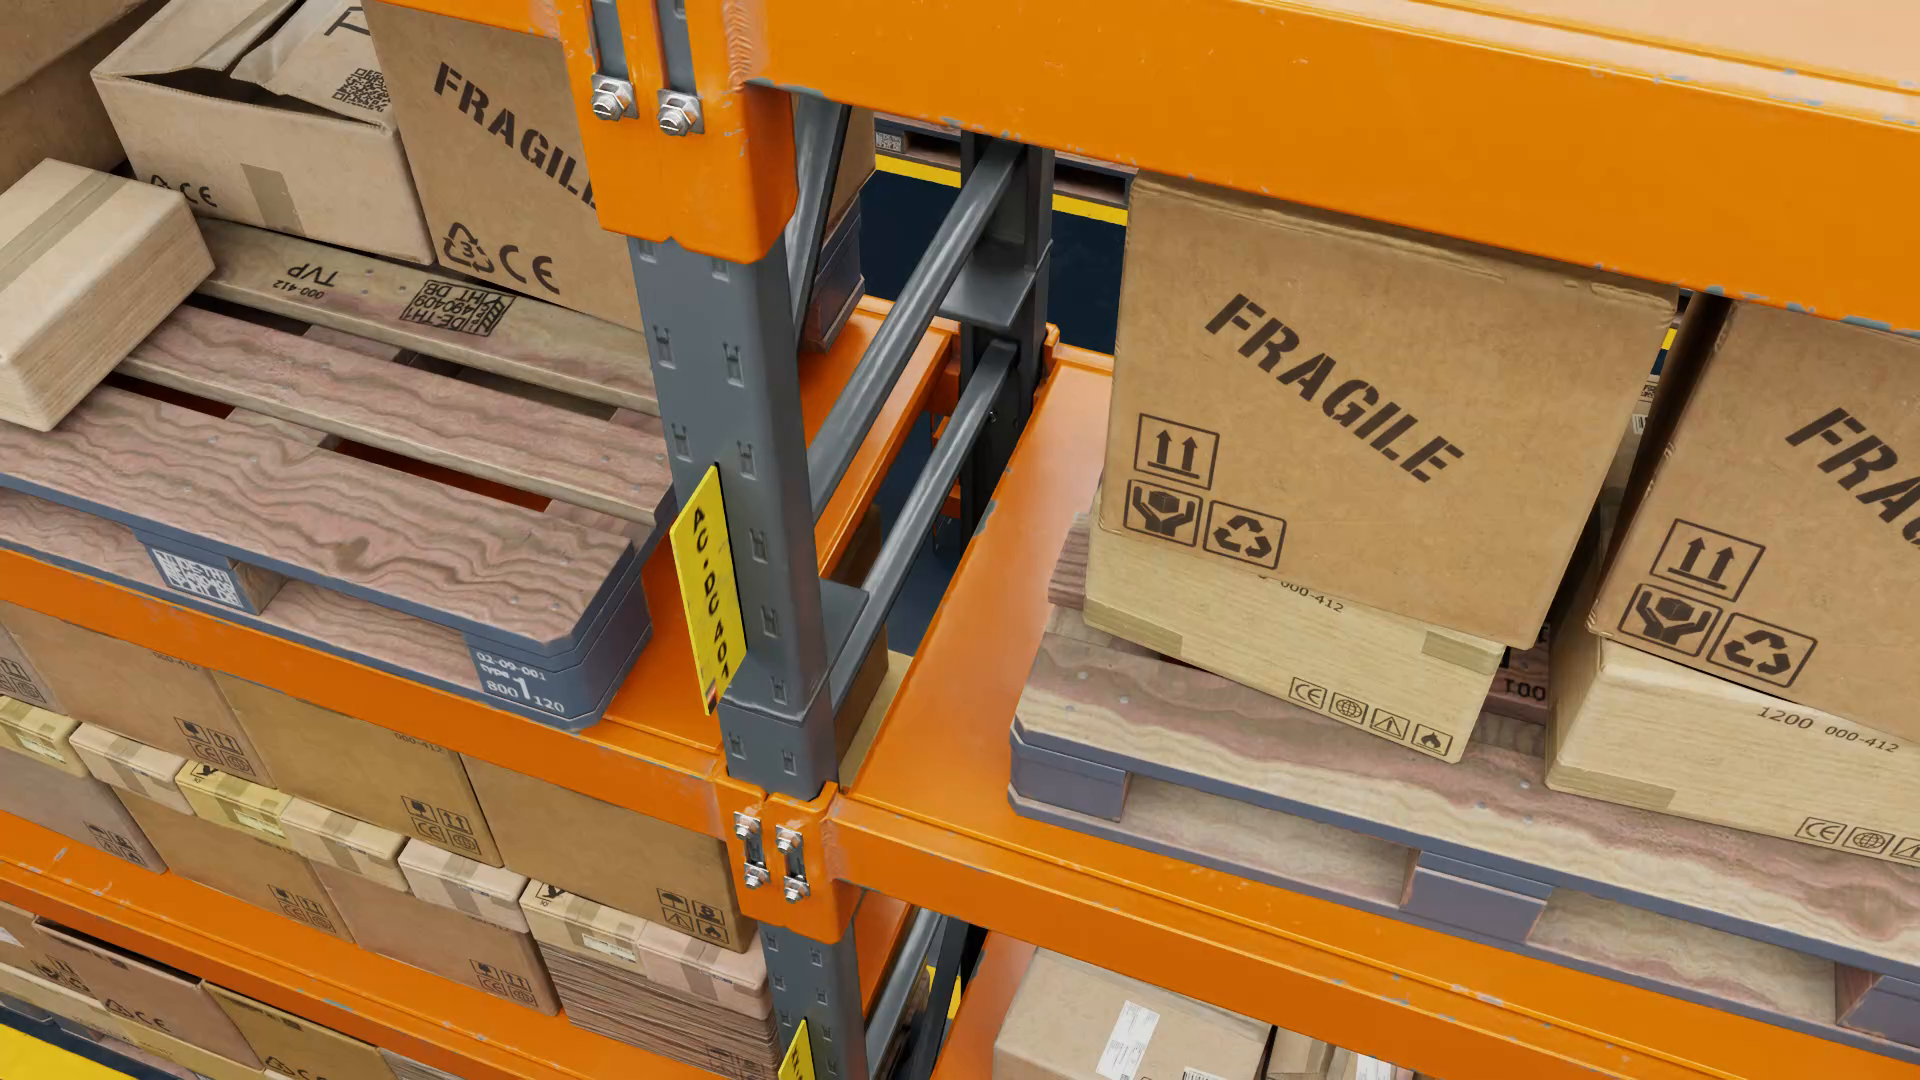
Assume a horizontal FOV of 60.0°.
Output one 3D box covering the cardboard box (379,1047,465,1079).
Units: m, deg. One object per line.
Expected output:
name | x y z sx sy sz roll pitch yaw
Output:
cardboard box | -1.059 1.258 4.220 0.500 0.500 0.500 16 51 13

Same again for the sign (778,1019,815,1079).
sign | -0.274 0.931 2.833 0.005 0.325 0.100 16 51 13

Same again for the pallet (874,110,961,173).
pallet | -0.161 -2.222 8.036 1.213 0.211 1.003 16 51 13

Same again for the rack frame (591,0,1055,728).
rack frame | -0.083 -1.118 1.264 0.127 3.000 1.000 16 51 13

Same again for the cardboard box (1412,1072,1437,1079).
cardboard box | 1.126 1.165 3.190 0.500 0.500 0.500 19 52 16

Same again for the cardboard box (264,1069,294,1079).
cardboard box | -1.534 1.385 4.607 0.500 0.250 0.500 16 51 13

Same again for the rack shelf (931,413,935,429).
rack shelf | 0.050 -0.509 5.635 0.240 0.259 0.215 16 51 13

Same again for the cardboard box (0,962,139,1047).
cardboard box | -2.470 1.120 4.836 0.500 0.250 0.500 16 51 13

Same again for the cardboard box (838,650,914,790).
cardboard box | -0.268 0.394 3.428 0.250 0.149 0.380 16 51 13

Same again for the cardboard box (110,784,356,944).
cardboard box | -1.468 0.435 3.822 0.500 0.500 0.700 16 51 14

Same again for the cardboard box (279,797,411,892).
cardboard box | -1.137 0.481 3.353 0.250 0.149 0.380 15 51 13

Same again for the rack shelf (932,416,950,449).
rack shelf | 0.050 -0.323 5.849 0.240 0.259 0.215 16 51 13

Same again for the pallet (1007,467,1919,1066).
pallet | 0.749 0.149 2.278 1.217 0.209 0.805 14 50 12

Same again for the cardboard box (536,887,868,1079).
cardboard box | -0.502 0.702 3.590 0.500 0.500 0.700 14 51 12

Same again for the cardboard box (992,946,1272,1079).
cardboard box | 0.394 0.994 3.503 0.500 0.250 0.500 19 52 15

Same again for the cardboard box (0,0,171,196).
cardboard box | -1.584 -0.874 2.598 0.637 0.503 0.797 21 52 17

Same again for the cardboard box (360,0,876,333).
cardboard box | -0.464 -0.671 2.425 0.500 0.500 0.500 19 52 16

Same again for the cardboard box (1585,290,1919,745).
cardboard box | 1.024 -0.148 1.733 0.500 0.500 0.500 20 52 17

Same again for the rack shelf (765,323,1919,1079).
rack shelf | 1.793 0.624 2.216 4.000 0.370 1.077 16 51 13

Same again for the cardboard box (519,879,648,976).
cardboard box | -0.644 0.616 3.236 0.250 0.149 0.380 15 51 12

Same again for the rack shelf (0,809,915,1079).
rack shelf | -1.959 0.559 4.257 4.000 0.370 1.077 16 51 13

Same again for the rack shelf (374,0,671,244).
rack shelf | -1.959 -1.275 2.141 4.000 0.370 1.077 16 51 13

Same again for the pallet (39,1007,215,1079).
pallet | -1.963 1.204 5.067 1.213 0.211 1.003 16 51 13

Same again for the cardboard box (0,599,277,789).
cardboard box | -1.446 0.014 3.328 0.500 0.500 0.700 16 51 13

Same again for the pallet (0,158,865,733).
pallet | -0.892 -0.312 2.609 1.213 0.211 1.003 16 51 13

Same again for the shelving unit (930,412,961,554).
shelving unit | 0.050 -0.330 5.841 0.252 1.050 0.215 16 51 13

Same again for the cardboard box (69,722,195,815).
cardboard box | -1.603 0.349 3.468 0.250 0.149 0.380 17 51 14

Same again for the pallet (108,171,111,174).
pallet | -2.033 -0.632 2.887 1.213 0.211 1.003 16 51 13

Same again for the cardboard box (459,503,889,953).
cardboard box | -0.502 0.277 3.100 0.500 0.500 0.700 16 51 13

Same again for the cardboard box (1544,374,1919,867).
cardboard box | 1.008 0.086 2.027 0.500 0.250 0.500 11 50 10

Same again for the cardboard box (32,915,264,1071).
cardboard box | -2.003 1.009 4.436 0.500 0.500 0.500 16 51 13
